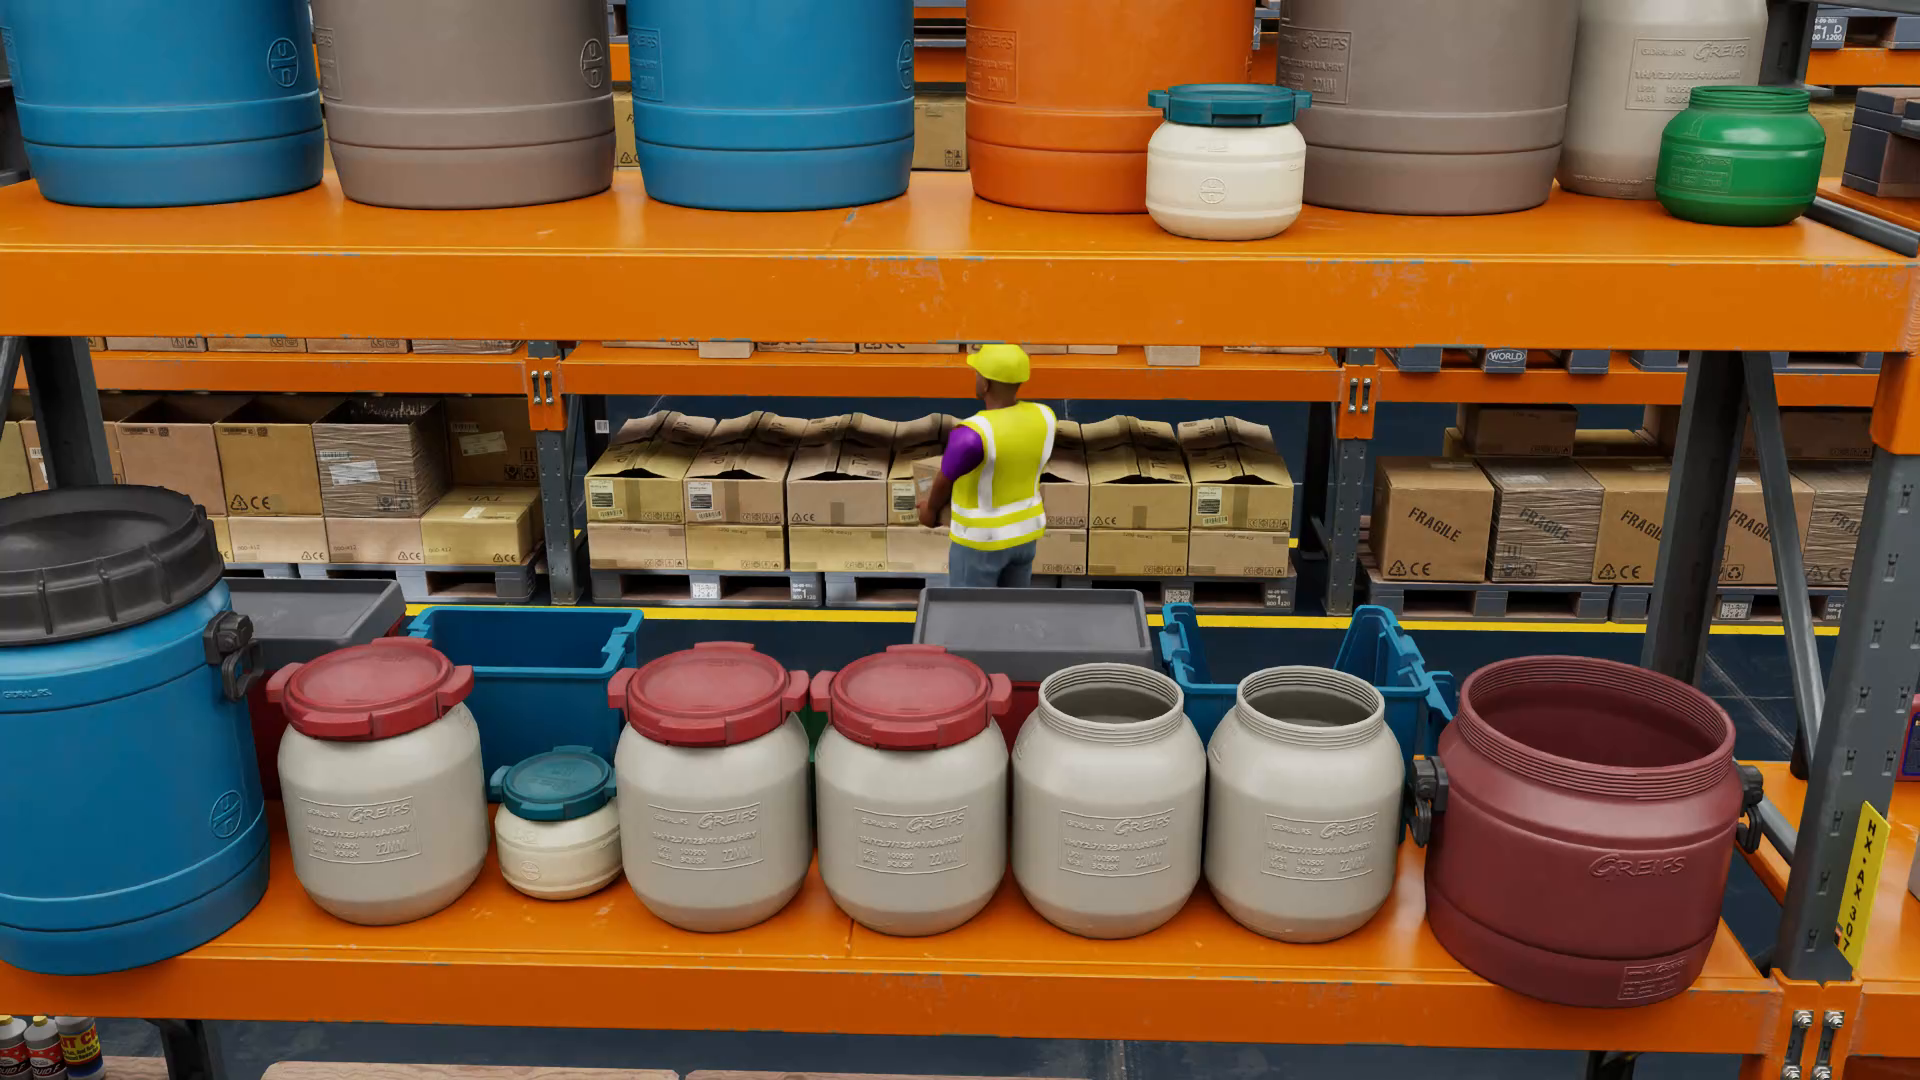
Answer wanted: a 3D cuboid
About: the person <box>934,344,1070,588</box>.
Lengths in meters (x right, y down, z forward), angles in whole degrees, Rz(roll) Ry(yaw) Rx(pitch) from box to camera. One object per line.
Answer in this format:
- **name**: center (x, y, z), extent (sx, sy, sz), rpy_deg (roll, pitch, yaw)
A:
- **person**: center (0.121, -0.035, 7.112), extent (0.666, 1.765, 0.577), rpy_deg (-17, 26, -37)
